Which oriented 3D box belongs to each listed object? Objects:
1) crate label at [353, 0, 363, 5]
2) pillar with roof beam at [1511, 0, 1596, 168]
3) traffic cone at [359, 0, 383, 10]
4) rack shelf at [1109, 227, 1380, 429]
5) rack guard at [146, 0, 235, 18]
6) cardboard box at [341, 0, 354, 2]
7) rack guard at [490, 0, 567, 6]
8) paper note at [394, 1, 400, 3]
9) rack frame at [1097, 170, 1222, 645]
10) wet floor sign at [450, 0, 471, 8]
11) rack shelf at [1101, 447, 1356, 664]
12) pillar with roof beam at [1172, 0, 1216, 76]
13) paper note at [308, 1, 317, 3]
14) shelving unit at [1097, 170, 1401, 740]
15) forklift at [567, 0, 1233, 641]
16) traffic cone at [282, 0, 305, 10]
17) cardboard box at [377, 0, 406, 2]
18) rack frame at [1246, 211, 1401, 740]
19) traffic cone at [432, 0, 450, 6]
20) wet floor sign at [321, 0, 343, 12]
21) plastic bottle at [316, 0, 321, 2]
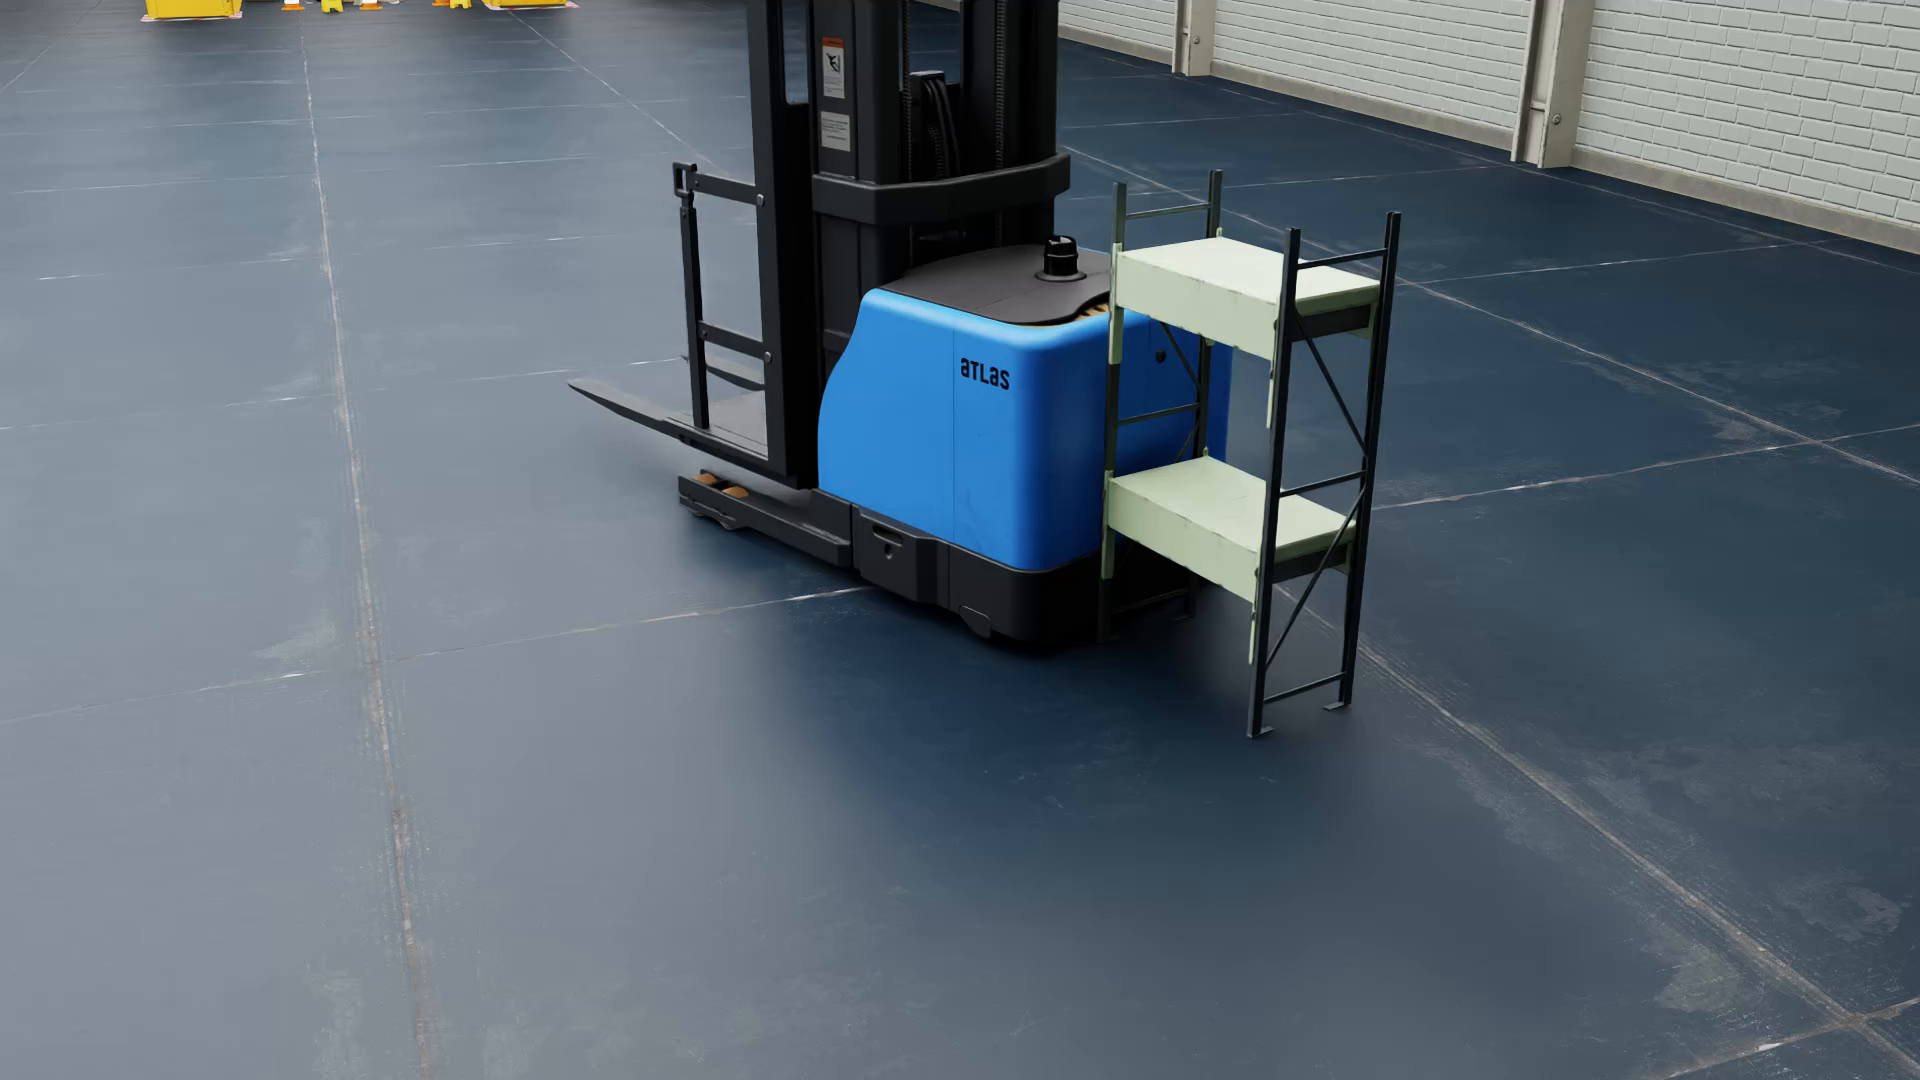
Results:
[{"bbox_3d":[-9.484,-8.591,26.457,0.298,0.136,0.250,18,29,36],"label":"crate label"},{"bbox_3d":[0.700,-6.622,10.376,9.100,9.000,0.400,-8,24,-19],"label":"pillar with roof beam"},{"bbox_3d":[-9.148,-8.464,25.736,0.336,0.463,0.334,-8,24,-19],"label":"traffic cone"},{"bbox_3d":[0.819,-0.632,4.814,0.431,0.370,0.720,-14,27,-30],"label":"rack shelf"},{"bbox_3d":[-11.458,-8.053,24.714,1.175,0.500,0.348,-8,24,-19],"label":"rack guard"},{"bbox_3d":[-9.860,-9.070,27.122,0.637,0.503,0.797,12,26,27],"label":"cardboard box"},{"bbox_3d":[-6.898,-8.806,26.498,1.175,0.500,0.348,-8,24,-19],"label":"rack guard"},{"bbox_3d":[-9.067,-8.632,26.691,0.148,0.019,0.142,-18,29,-37],"label":"paper note"},{"bbox_3d":[0.623,-0.393,5.251,0.400,1.500,0.023,-14,27,-30],"label":"rack frame"},{"bbox_3d":[-7.805,-8.629,25.893,0.267,0.644,0.232,0,23,-1],"label":"wet floor sign"},{"bbox_3d":[0.819,0.028,5.093,0.431,0.370,0.720,-14,27,-30],"label":"rack shelf"},{"bbox_3d":[-1.420,-8.803,15.549,9.100,9.000,0.400,-8,24,-19],"label":"pillar with roof beam"},{"bbox_3d":[-10.417,-8.633,26.694,0.144,0.017,0.142,0,23,-1],"label":"paper note"},{"bbox_3d":[0.819,-0.273,4.966,0.431,1.500,0.755,-14,27,-30],"label":"shelving unit"},{"bbox_3d":[-0.446,-1.509,6.058,1.130,2.935,3.031,-21,30,-40],"label":"forklift"},{"bbox_3d":[-10.326,-8.433,25.662,0.336,0.463,0.334,-8,24,-19],"label":"traffic cone"},{"bbox_3d":[-9.224,-8.815,26.973,0.380,0.149,0.250,4,23,9],"label":"cardboard box"},{"bbox_3d":[1.016,-0.153,4.681,0.400,1.500,0.023,-14,27,-30],"label":"rack frame"},{"bbox_3d":[-8.230,-8.740,26.391,0.336,0.463,0.334,-8,24,-19],"label":"traffic cone"},{"bbox_3d":[-9.604,-8.390,25.326,0.267,0.644,0.232,-13,26,-28],"label":"wet floor sign"},{"bbox_3d":[-10.373,-8.782,27.007,0.133,0.061,0.283,-18,29,-37],"label":"plastic bottle"}]
